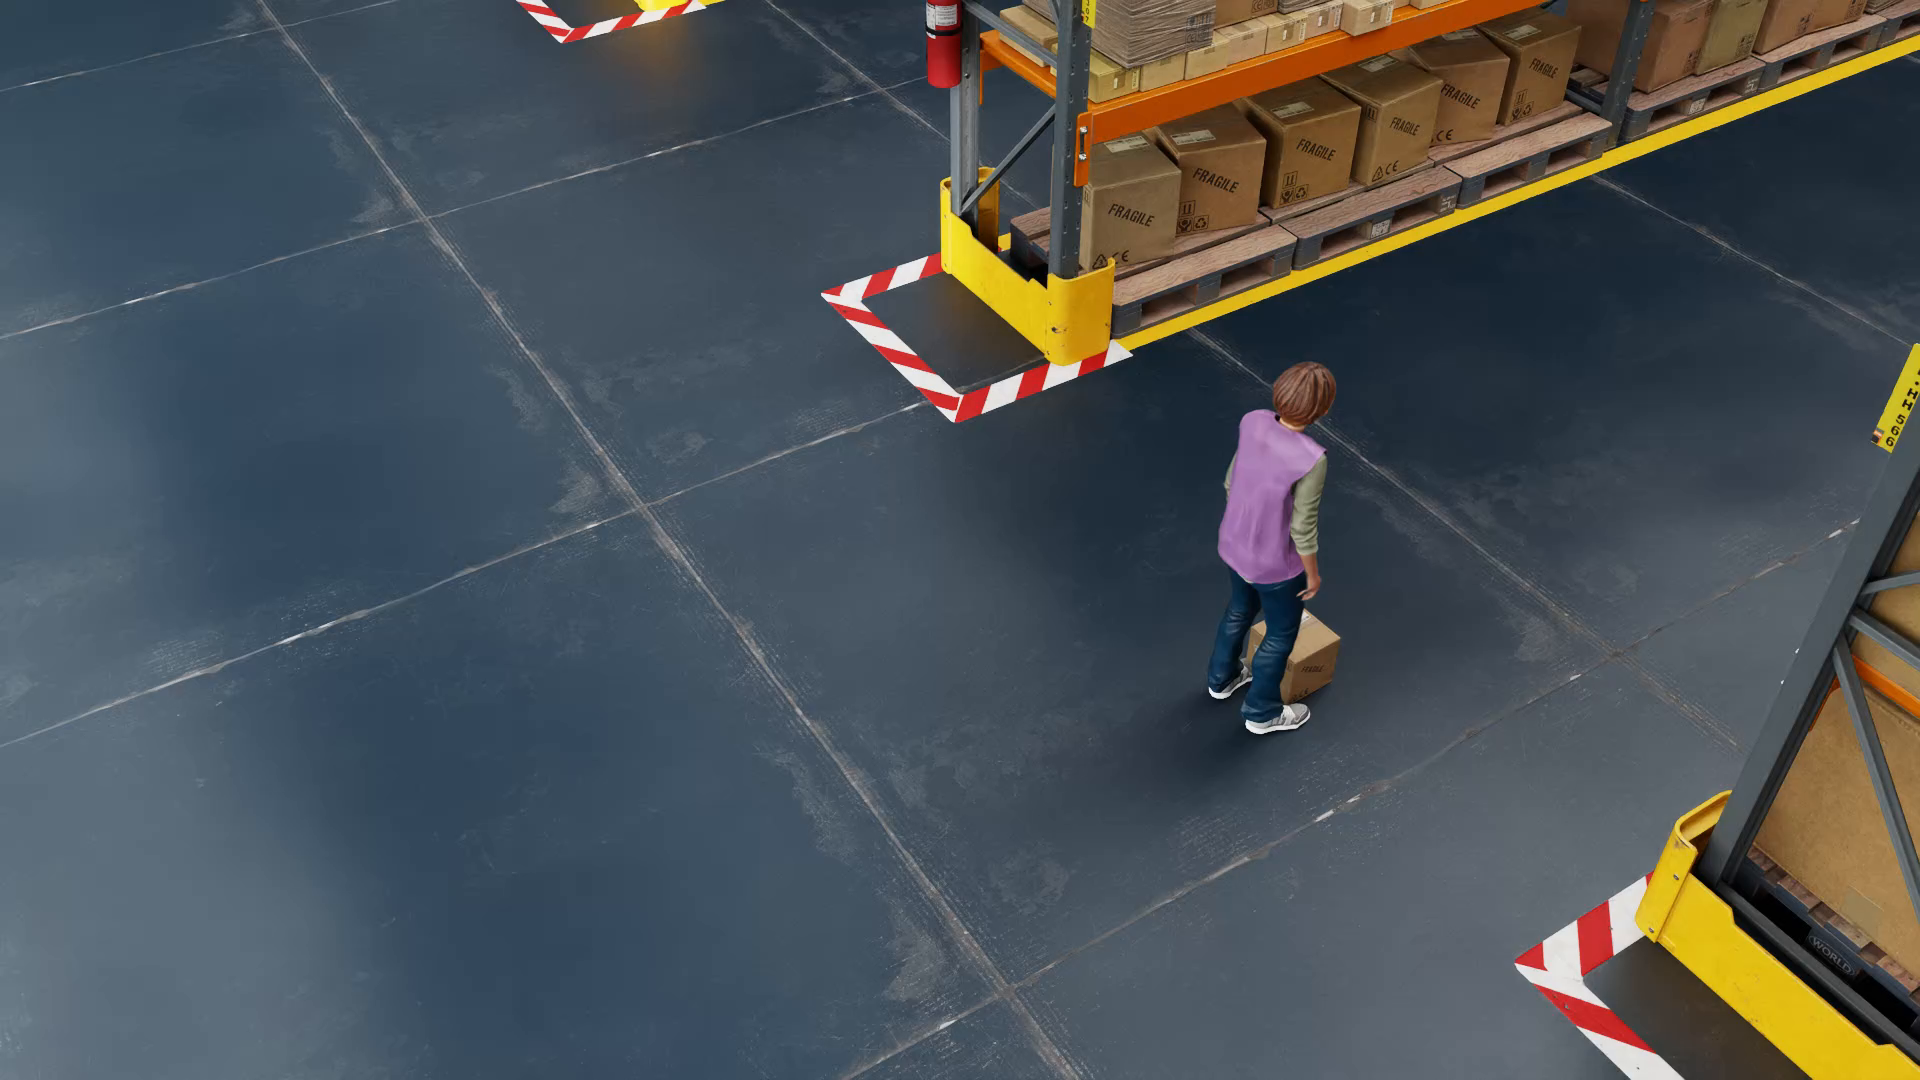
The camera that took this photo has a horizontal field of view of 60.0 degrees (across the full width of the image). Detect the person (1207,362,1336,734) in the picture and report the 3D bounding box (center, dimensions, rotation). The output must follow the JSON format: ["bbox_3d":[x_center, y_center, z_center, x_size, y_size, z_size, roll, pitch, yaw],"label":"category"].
[{"bbox_3d":[1.136,0.044,6.117,0.345,1.592,0.463,-23,46,-24],"label":"person"}]
